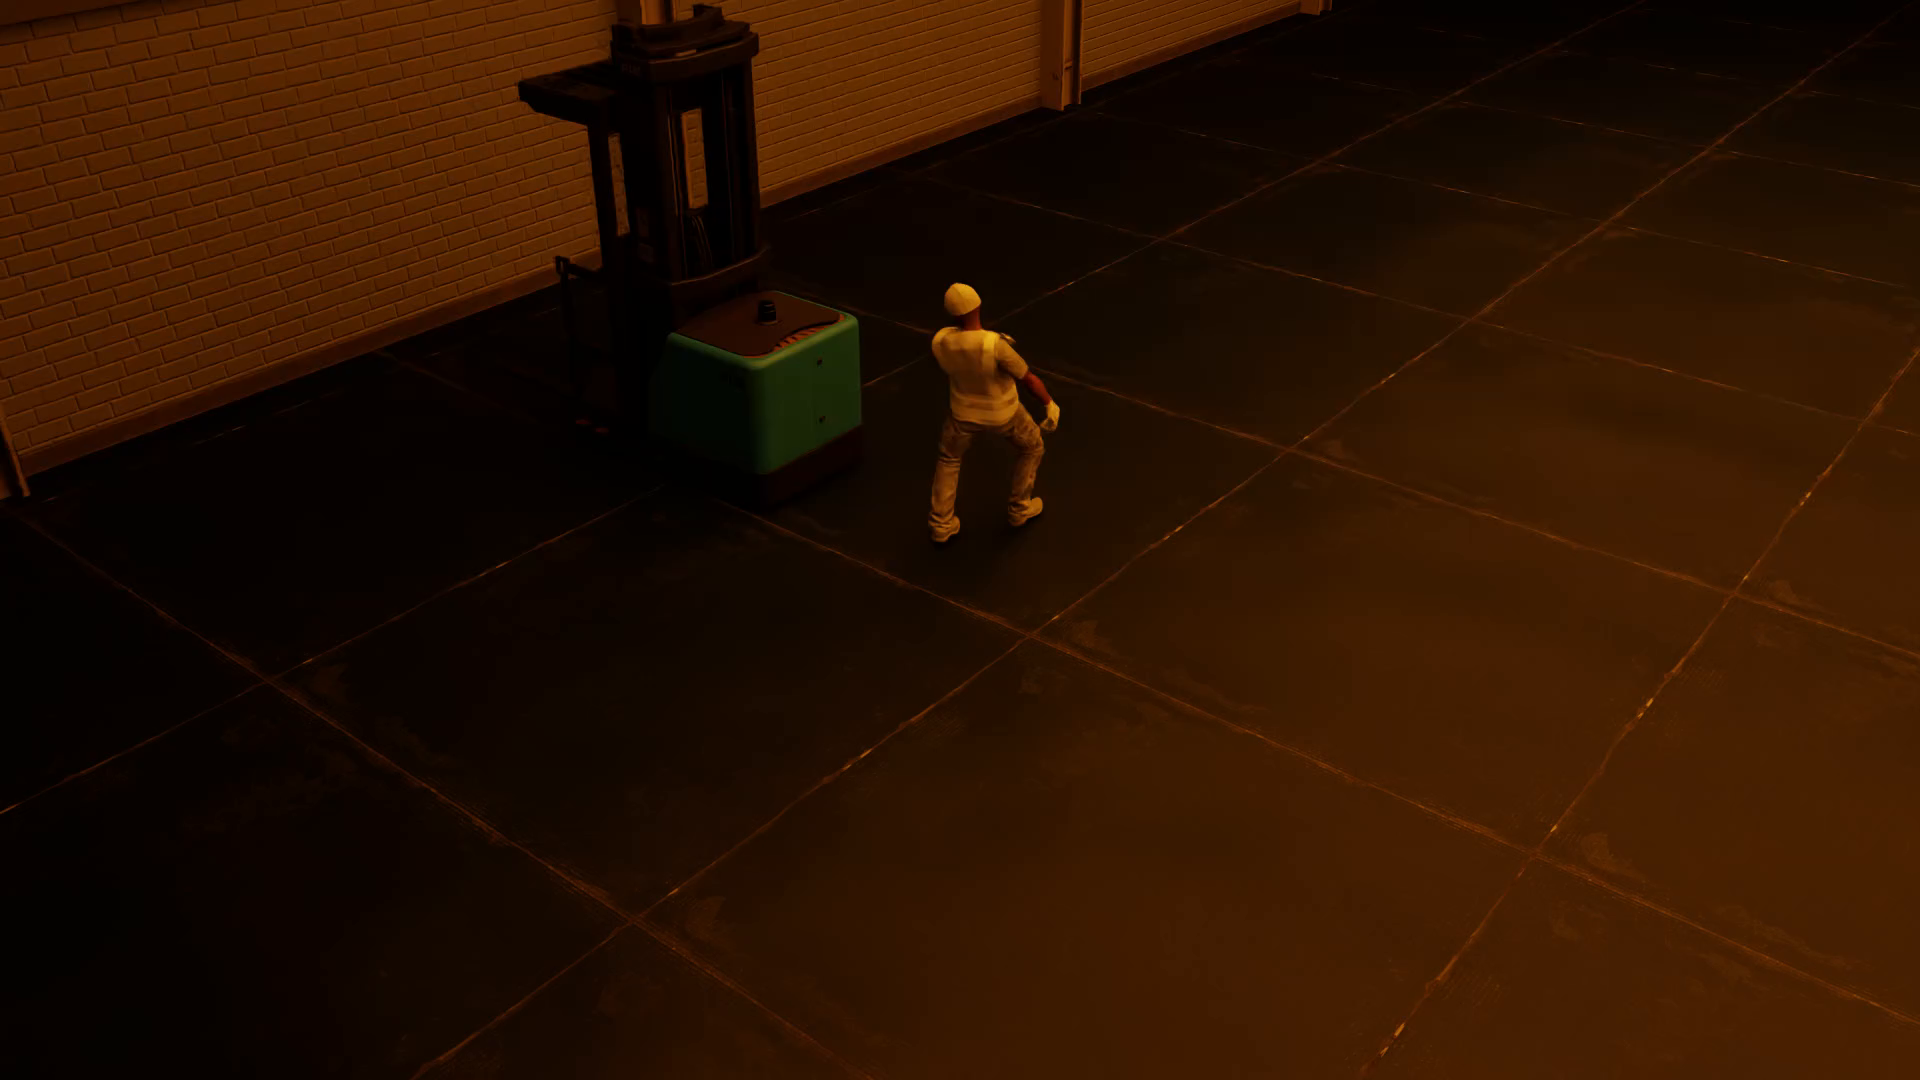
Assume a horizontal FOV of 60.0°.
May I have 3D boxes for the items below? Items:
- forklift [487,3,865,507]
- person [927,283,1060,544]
[{"bbox_3d":[-2.120,-2.075,11.147,3.031,2.935,1.130,22,37,32],"label":"forklift"},{"bbox_3d":[0.246,-0.843,10.296,0.790,1.665,0.870,8,31,13],"label":"person"}]
